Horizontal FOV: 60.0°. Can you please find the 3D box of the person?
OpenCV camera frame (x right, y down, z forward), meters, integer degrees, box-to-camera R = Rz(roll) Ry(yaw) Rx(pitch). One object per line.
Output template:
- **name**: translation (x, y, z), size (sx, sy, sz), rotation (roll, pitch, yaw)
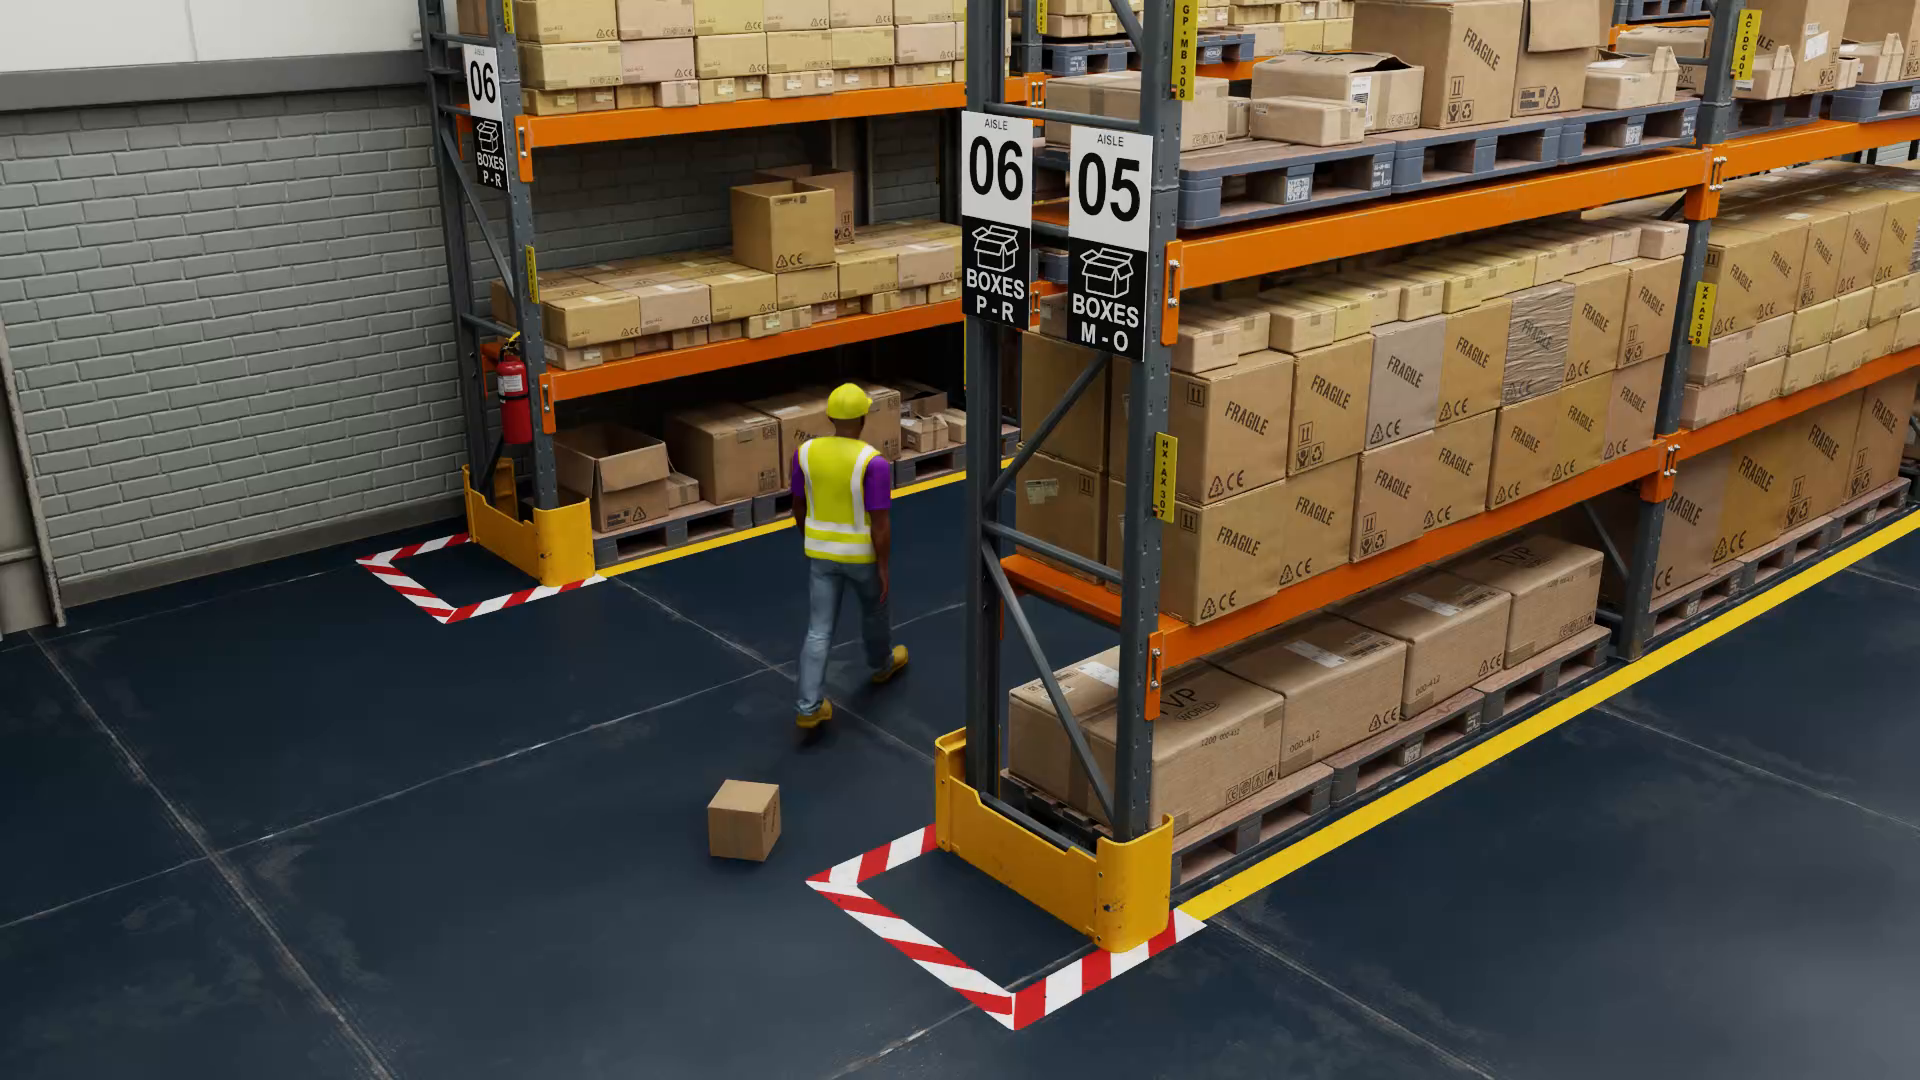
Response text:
- **person**: translation (-0.584, 0.050, 8.454), size (0.582, 1.719, 1.079), rotation (6, 22, 16)
